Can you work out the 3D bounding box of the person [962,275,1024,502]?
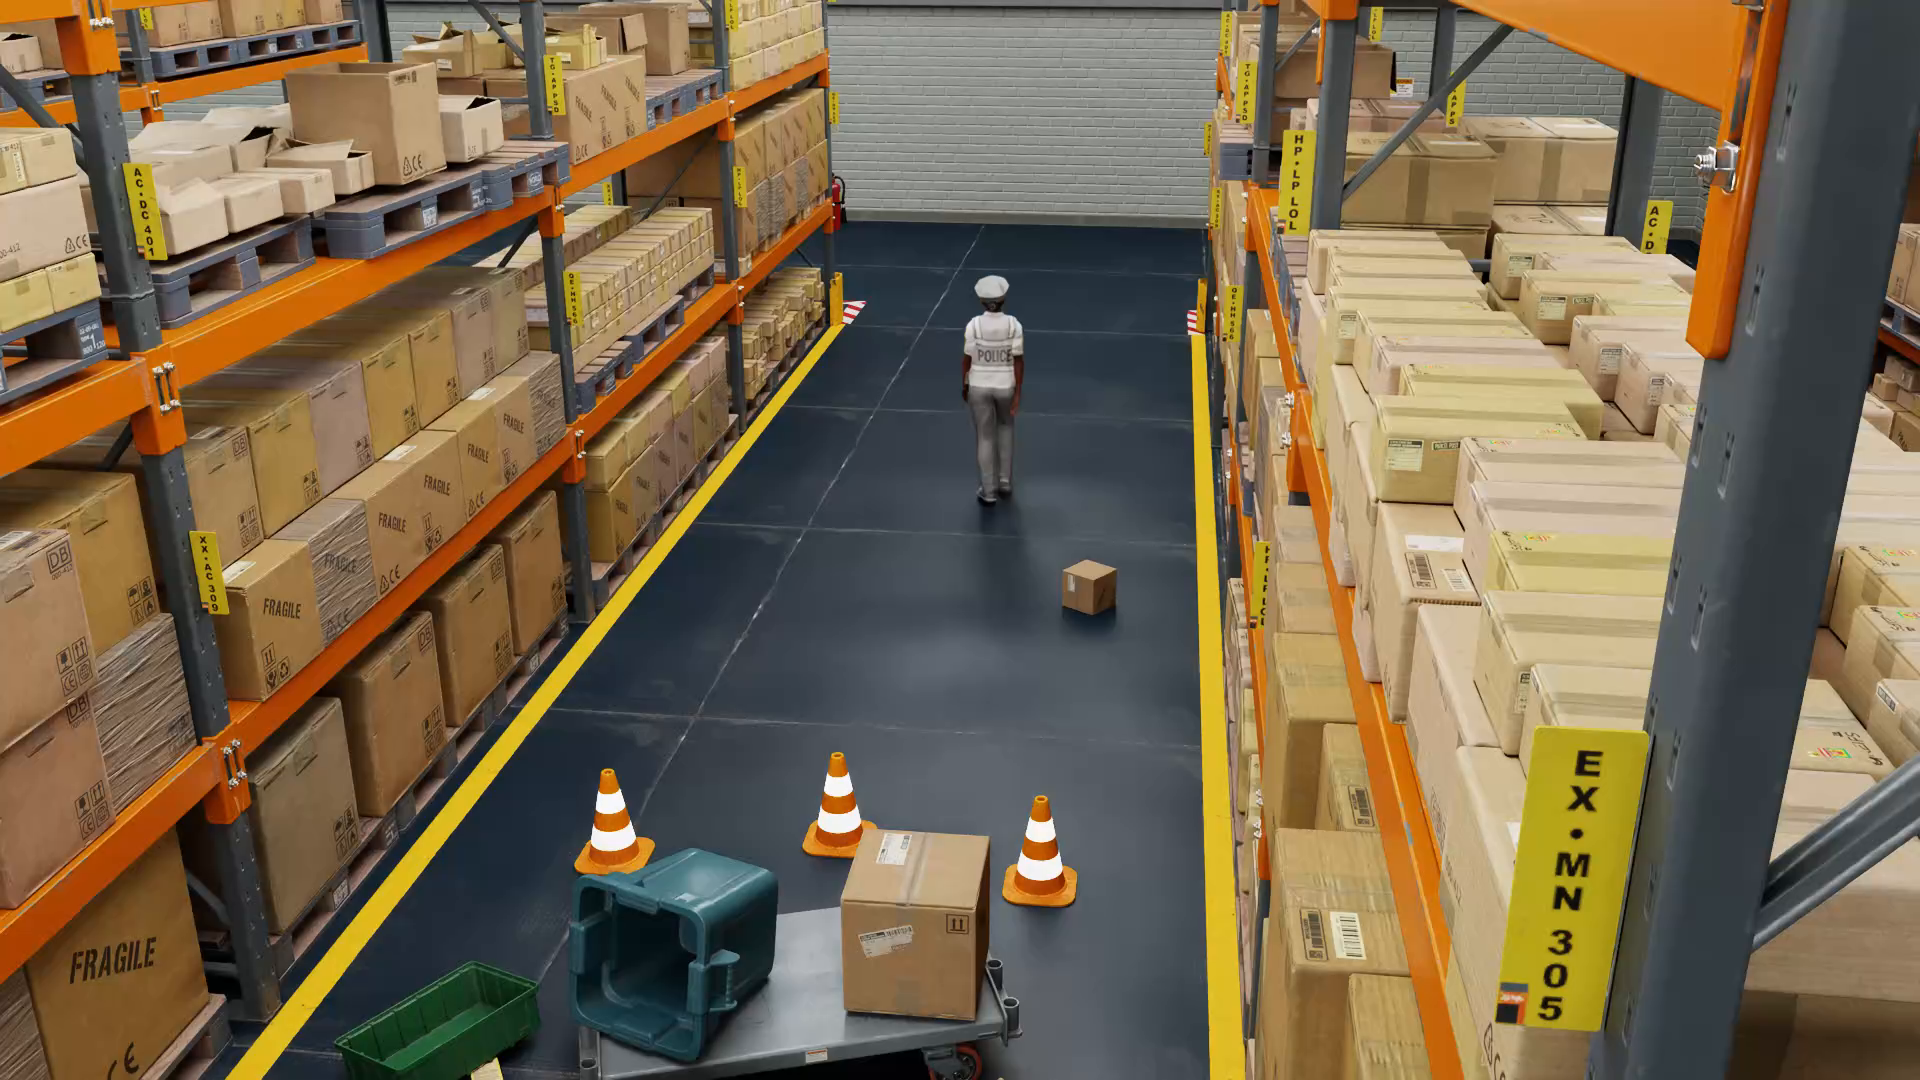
[{"bbox_3d":[0.233,-1.105,12.425,0.442,1.762,0.538,-3,22,-8],"label":"person"}]
